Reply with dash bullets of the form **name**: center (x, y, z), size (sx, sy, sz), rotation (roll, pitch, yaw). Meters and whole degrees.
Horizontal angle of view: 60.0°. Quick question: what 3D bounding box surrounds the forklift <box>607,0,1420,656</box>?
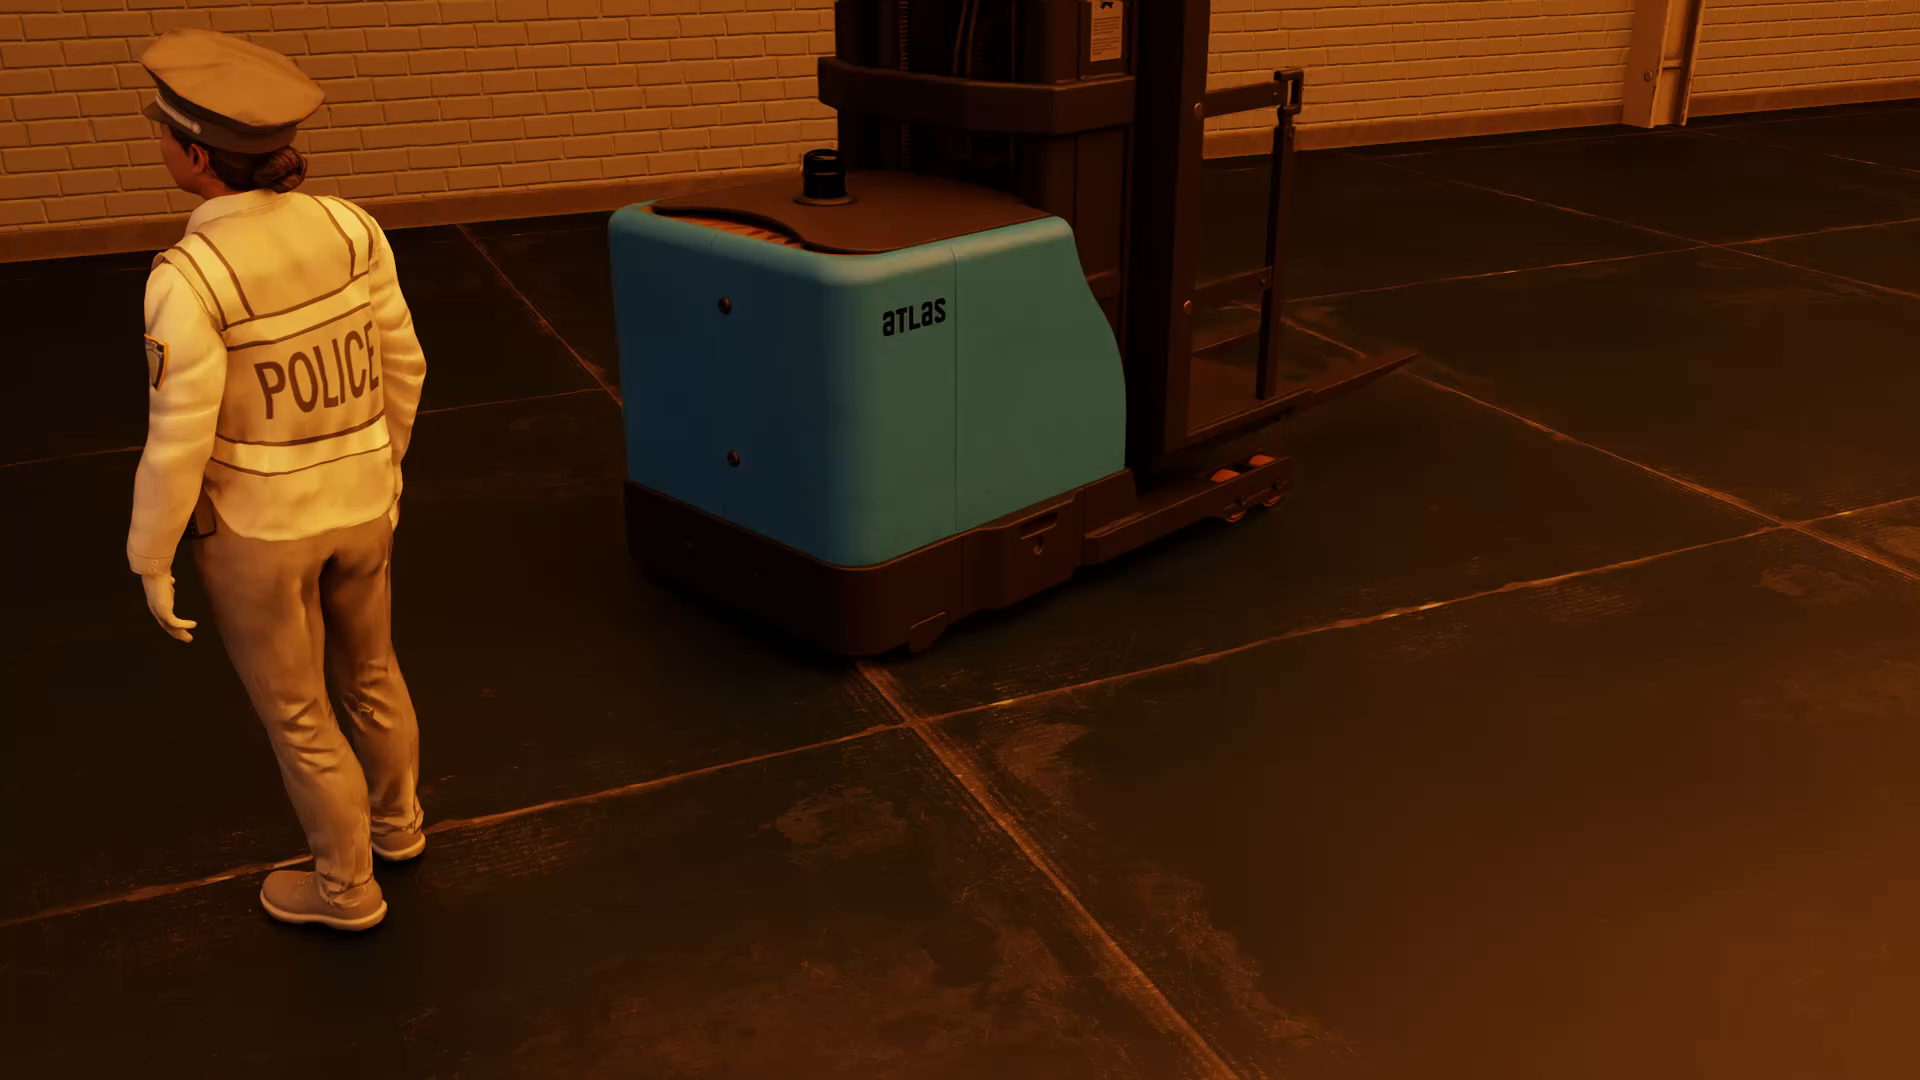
- **forklift**: center (0.425, -1.531, 4.971), size (1.130, 2.935, 3.031), rotation (21, 30, 40)

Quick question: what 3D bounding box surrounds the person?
- **person**: center (-1.247, -0.049, 2.997), size (0.533, 1.694, 0.585), rotation (13, 26, 28)
